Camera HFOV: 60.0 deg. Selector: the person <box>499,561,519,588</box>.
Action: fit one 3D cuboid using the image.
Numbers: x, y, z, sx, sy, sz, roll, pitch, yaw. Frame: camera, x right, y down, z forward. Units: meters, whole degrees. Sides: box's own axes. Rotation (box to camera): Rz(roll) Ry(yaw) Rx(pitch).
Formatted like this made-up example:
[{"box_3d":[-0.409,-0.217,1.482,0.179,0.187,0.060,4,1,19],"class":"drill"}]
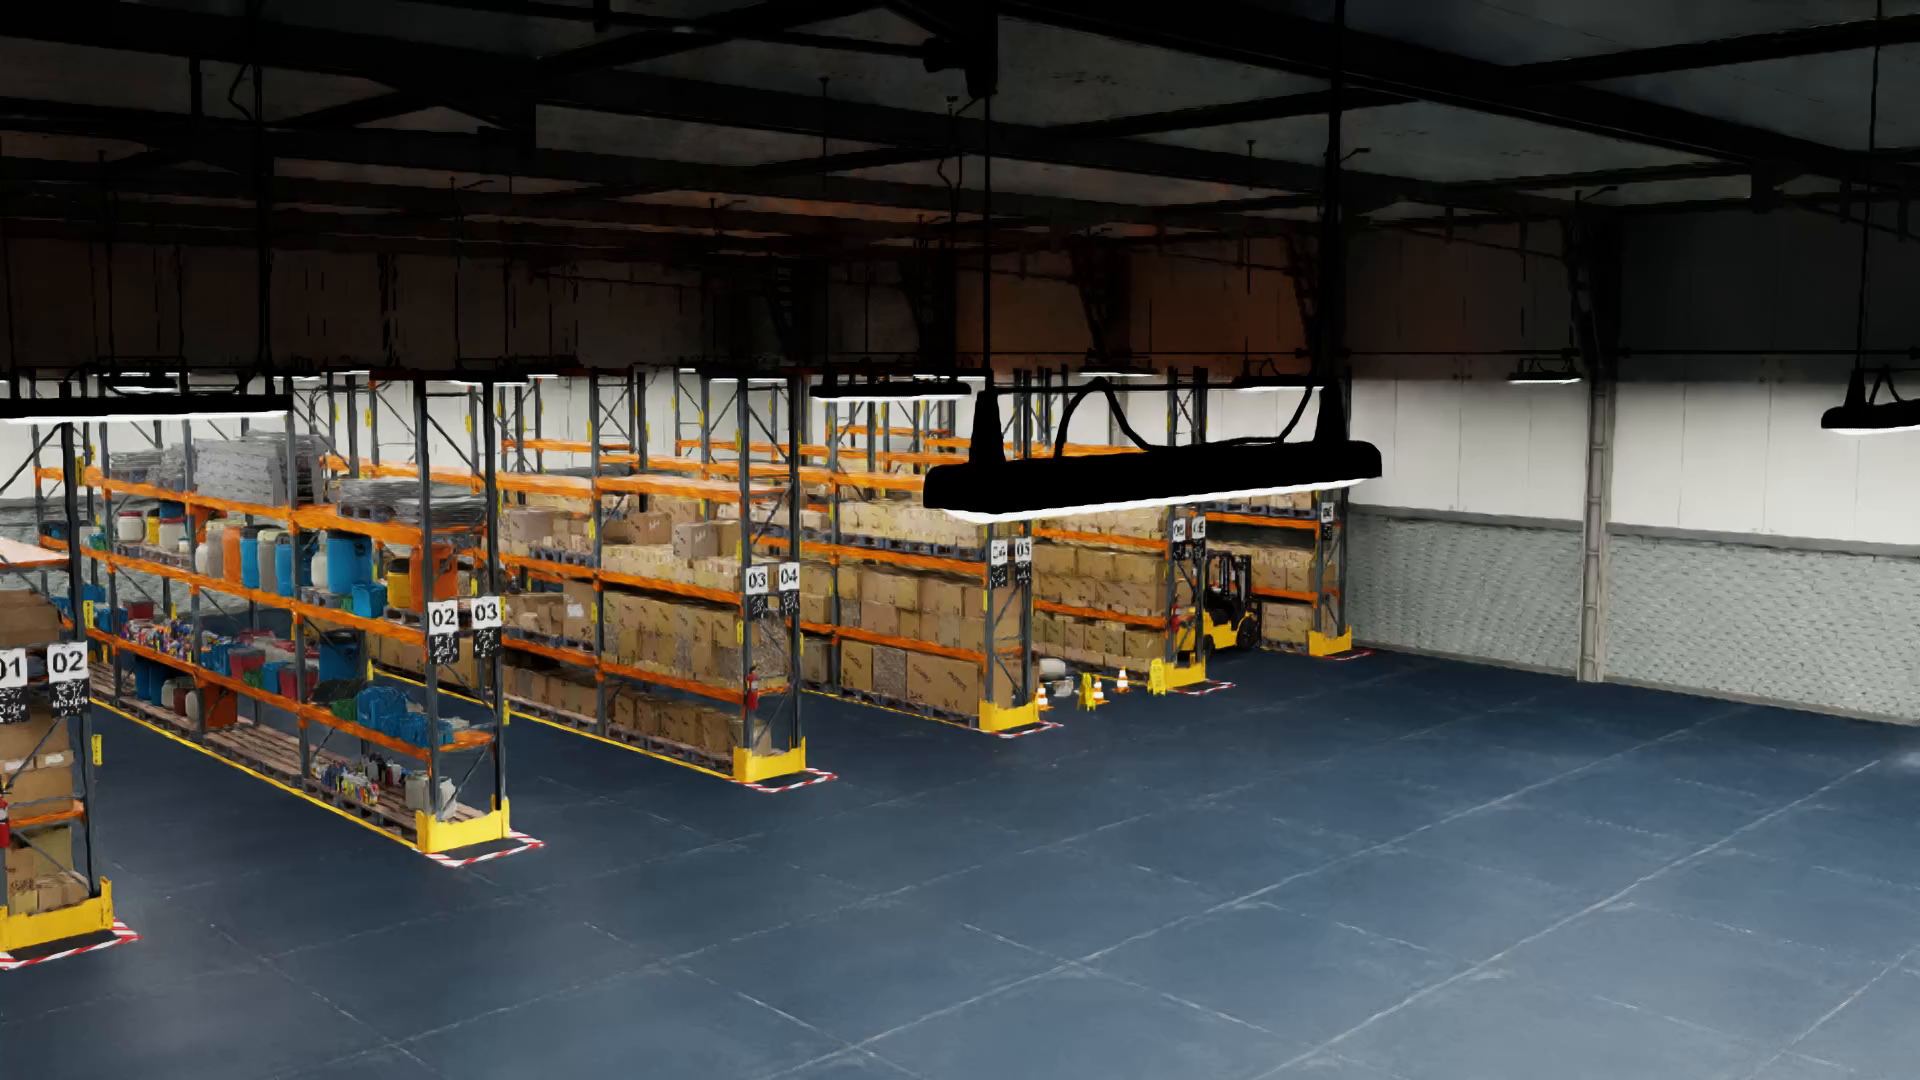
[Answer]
[{"box_3d":[-12.113,0.452,44.359,0.566,1.784,0.620,1,7,10],"class":"person"}]
